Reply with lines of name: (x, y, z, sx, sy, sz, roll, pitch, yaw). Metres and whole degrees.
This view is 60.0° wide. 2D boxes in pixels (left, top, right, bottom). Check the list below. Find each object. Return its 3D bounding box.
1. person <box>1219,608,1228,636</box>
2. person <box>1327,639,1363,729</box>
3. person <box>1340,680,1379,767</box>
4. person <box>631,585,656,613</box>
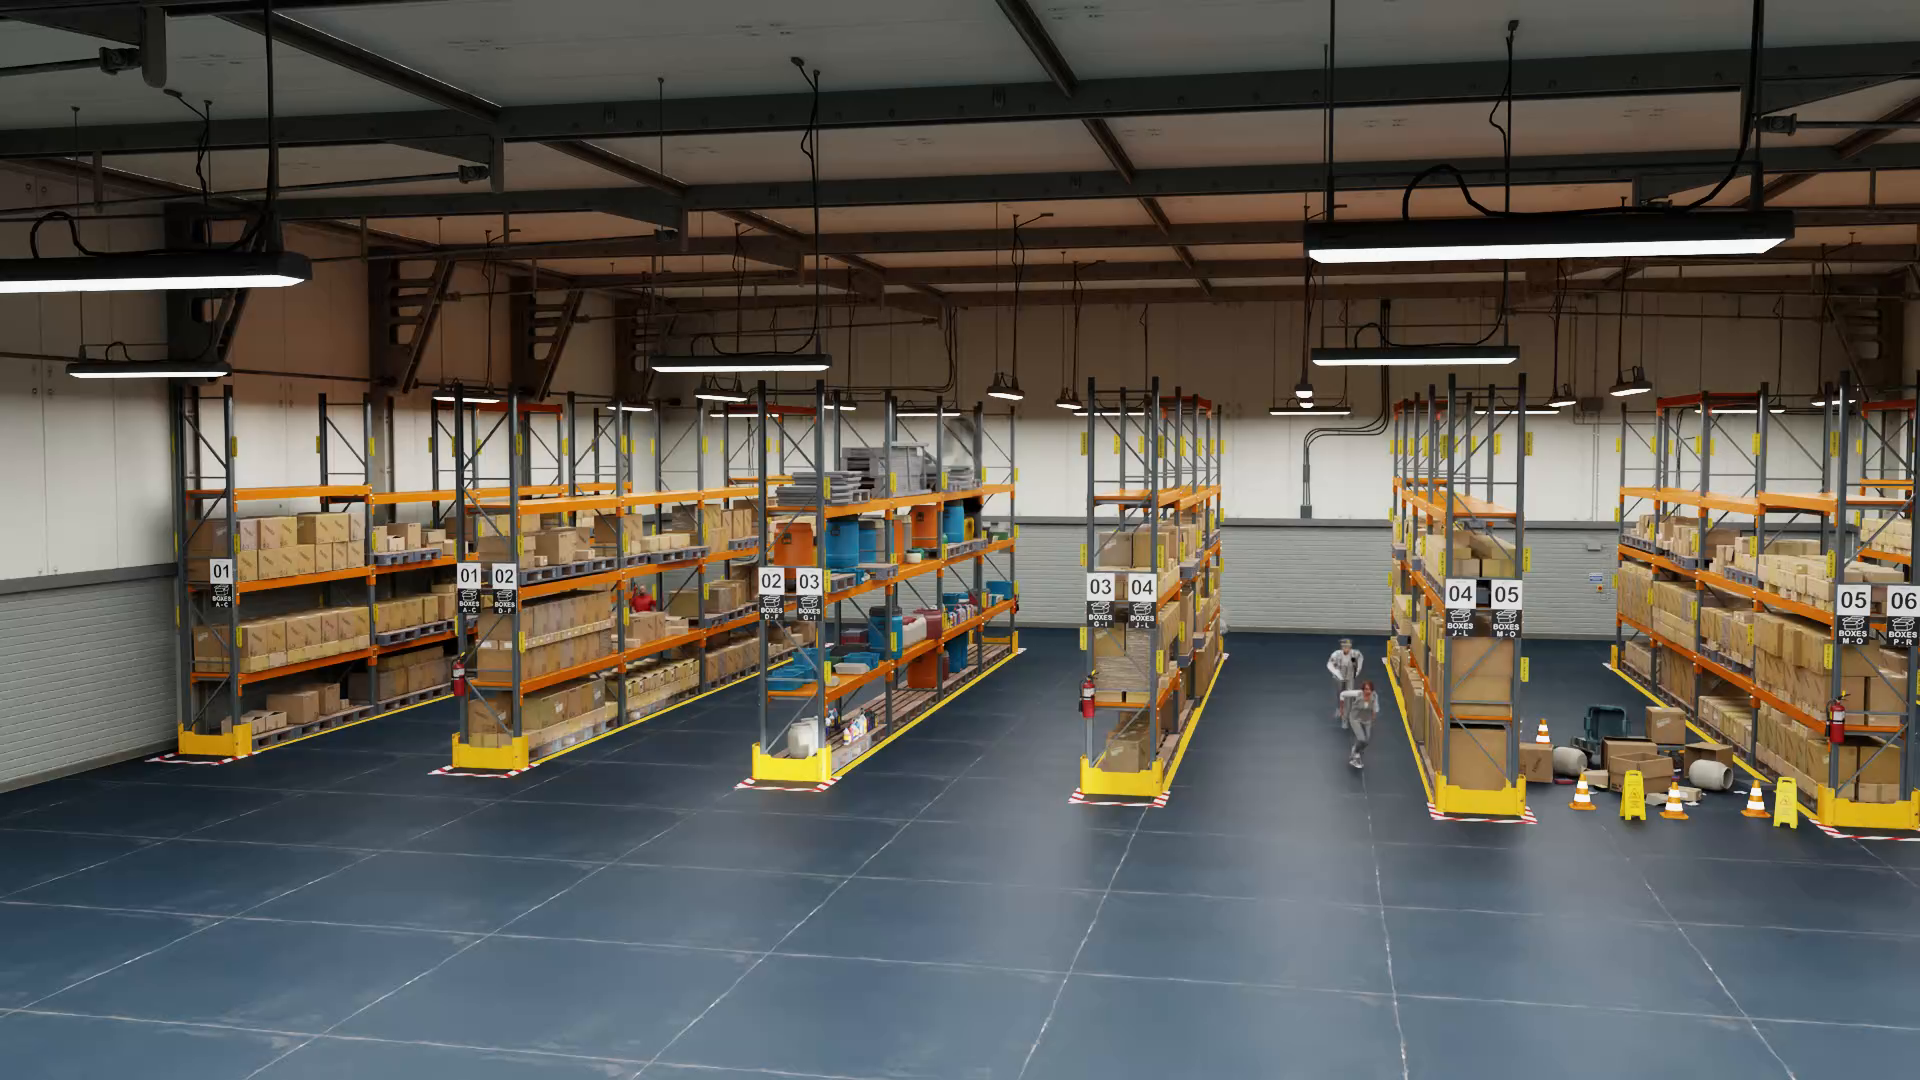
person: (6.272, 1.856, 40.617, 0.535, 1.749, 0.717, 0, 3, 2)
person: (6.912, 2.551, 29.948, 0.655, 1.628, 0.978, 0, 3, 2)
person: (6.162, 2.845, 25.701, 0.553, 1.431, 0.830, 0, 3, -5)
person: (-7.618, 1.929, 39.951, 0.658, 1.686, 0.593, 1, 3, 11)
